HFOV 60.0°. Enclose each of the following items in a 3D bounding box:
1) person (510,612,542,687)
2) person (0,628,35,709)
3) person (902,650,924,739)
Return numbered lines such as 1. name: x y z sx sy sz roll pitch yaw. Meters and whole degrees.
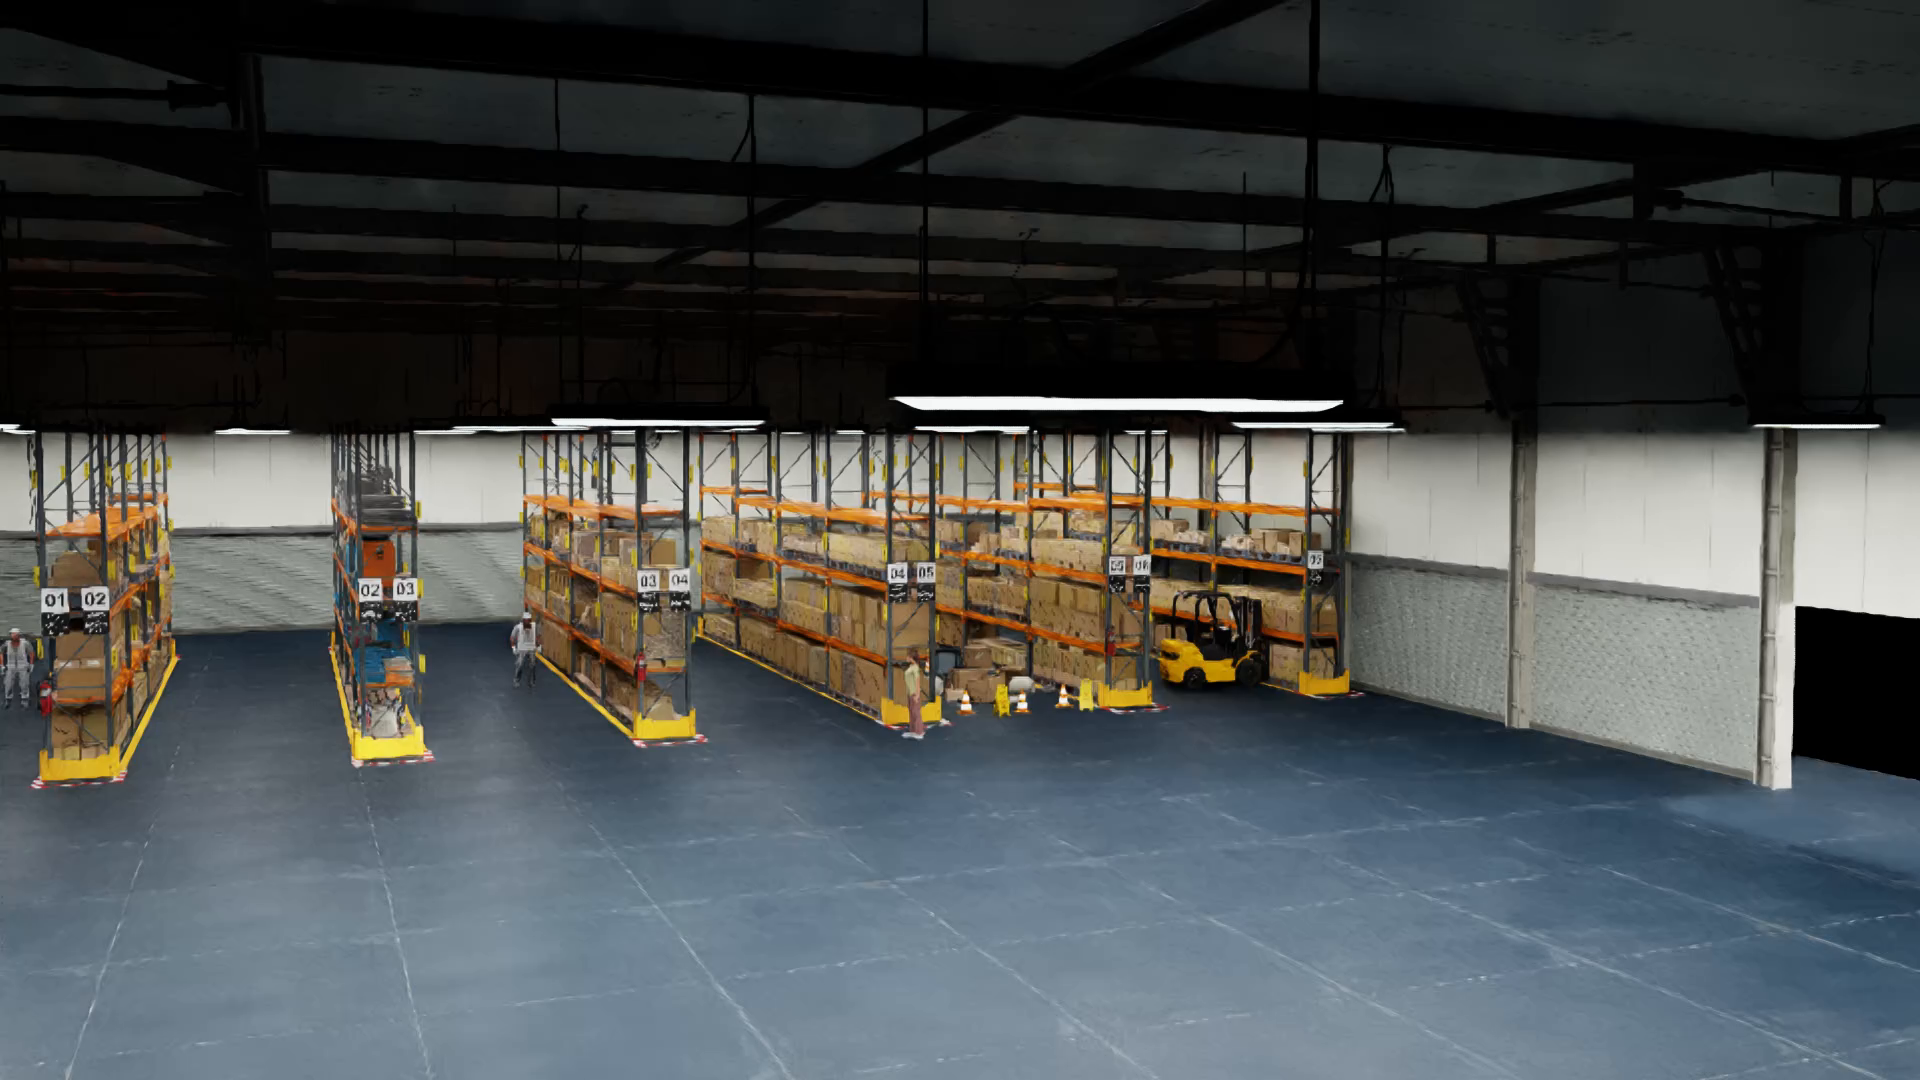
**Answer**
1. person: -9.881 2.497 37.882 0.702 1.735 0.549 -2 4 -23
2. person: -19.741 2.686 34.798 0.677 1.742 0.552 -2 4 -24
3. person: -0.877 2.907 31.465 0.383 1.673 0.524 -1 4 -14
